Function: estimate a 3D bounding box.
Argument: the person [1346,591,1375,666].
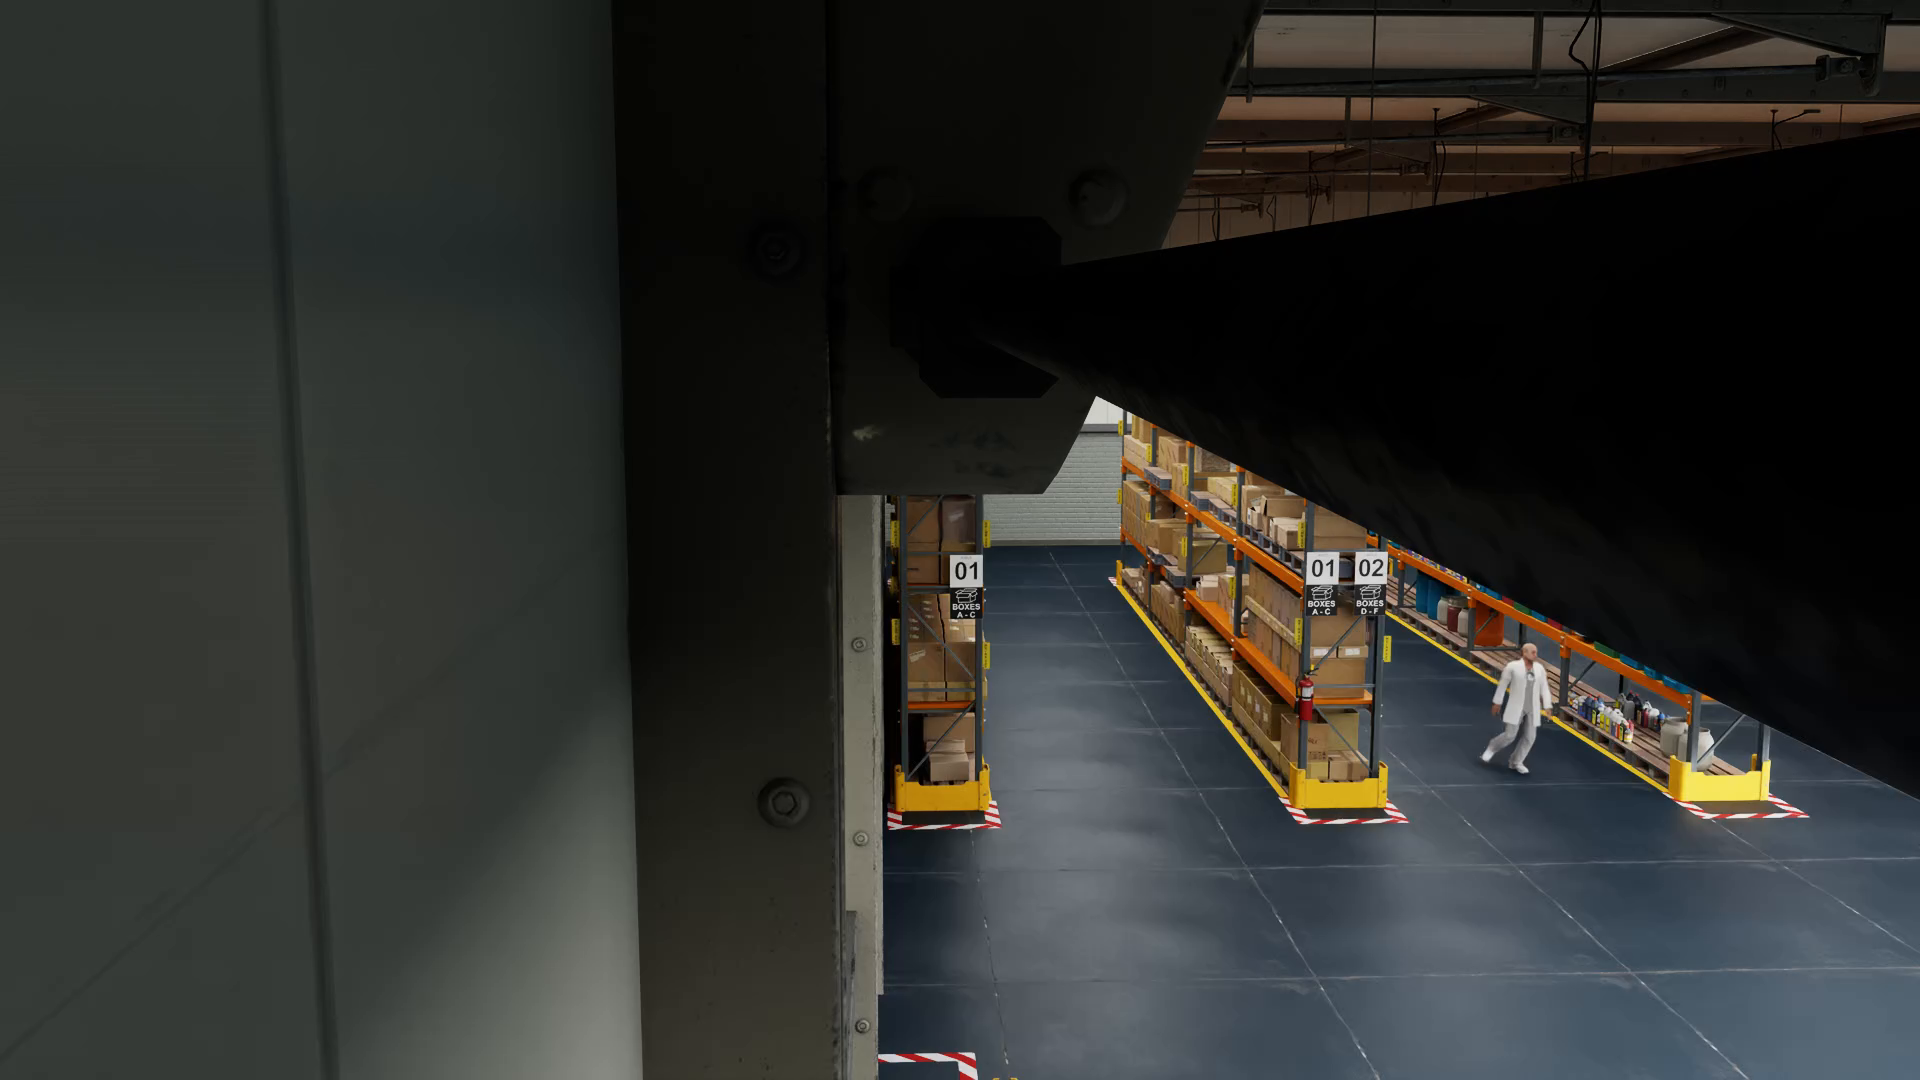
[{"bbox_3d":[6.860,1.356,28.047,0.624,1.709,0.689,-1,8,-8],"label":"person"}]

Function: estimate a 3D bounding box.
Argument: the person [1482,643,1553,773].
[{"bbox_3d":[7.413,2.211,22.135,0.813,1.732,0.613,-1,8,-3],"label":"person"}]
